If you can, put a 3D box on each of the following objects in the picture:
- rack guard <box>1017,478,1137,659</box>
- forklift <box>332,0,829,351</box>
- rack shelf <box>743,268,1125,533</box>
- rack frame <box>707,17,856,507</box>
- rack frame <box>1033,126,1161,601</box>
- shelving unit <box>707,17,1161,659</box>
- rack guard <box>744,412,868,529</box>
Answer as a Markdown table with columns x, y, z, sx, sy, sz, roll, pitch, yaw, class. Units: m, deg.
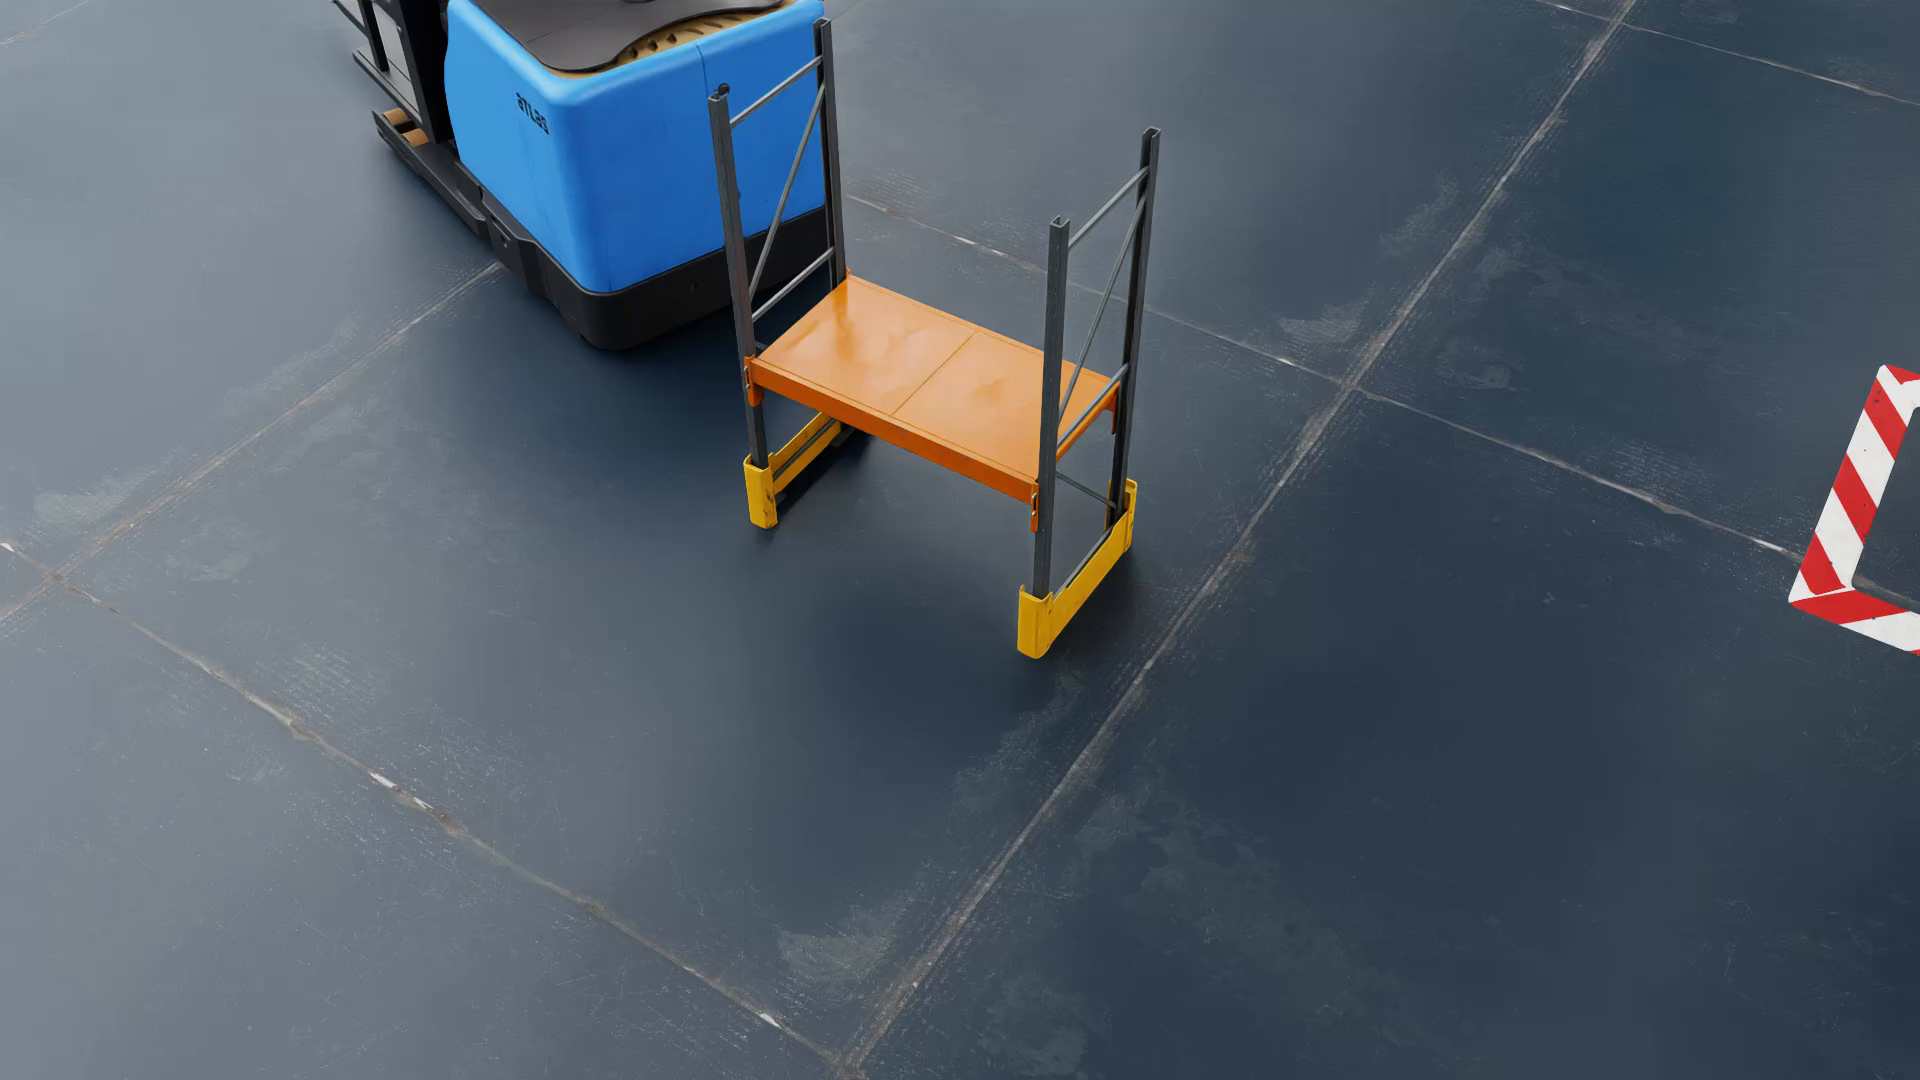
| x | y | z | sx | sy | sz | roll | pitch | yaw | class |
| --- | --- | --- | --- | --- | --- | --- | --- | --- | --- |
| 0.355 | 0.076 | 5.002 | 0.087 | 0.250 | 0.587 | 25 | 51 | 22 | rack guard |
| -1.721 | -2.693 | 5.823 | 1.130 | 2.935 | 3.031 | -28 | 52 | -25 | forklift |
| -0.072 | -0.430 | 4.873 | 1.000 | 0.185 | 0.538 | 25 | 51 | 22 | rack shelf |
| -0.500 | -0.753 | 4.935 | 0.032 | 1.500 | 0.500 | 25 | 51 | 22 | rack frame |
| 0.356 | -0.359 | 4.553 | 0.032 | 1.500 | 0.500 | 25 | 51 | 22 | rack frame |
| -0.064 | -0.552 | 4.741 | 1.083 | 1.500 | 0.587 | 25 | 51 | 22 | shelving unit |
| -0.483 | -0.309 | 5.376 | 0.087 | 0.250 | 0.587 | 25 | 51 | 22 | rack guard |
